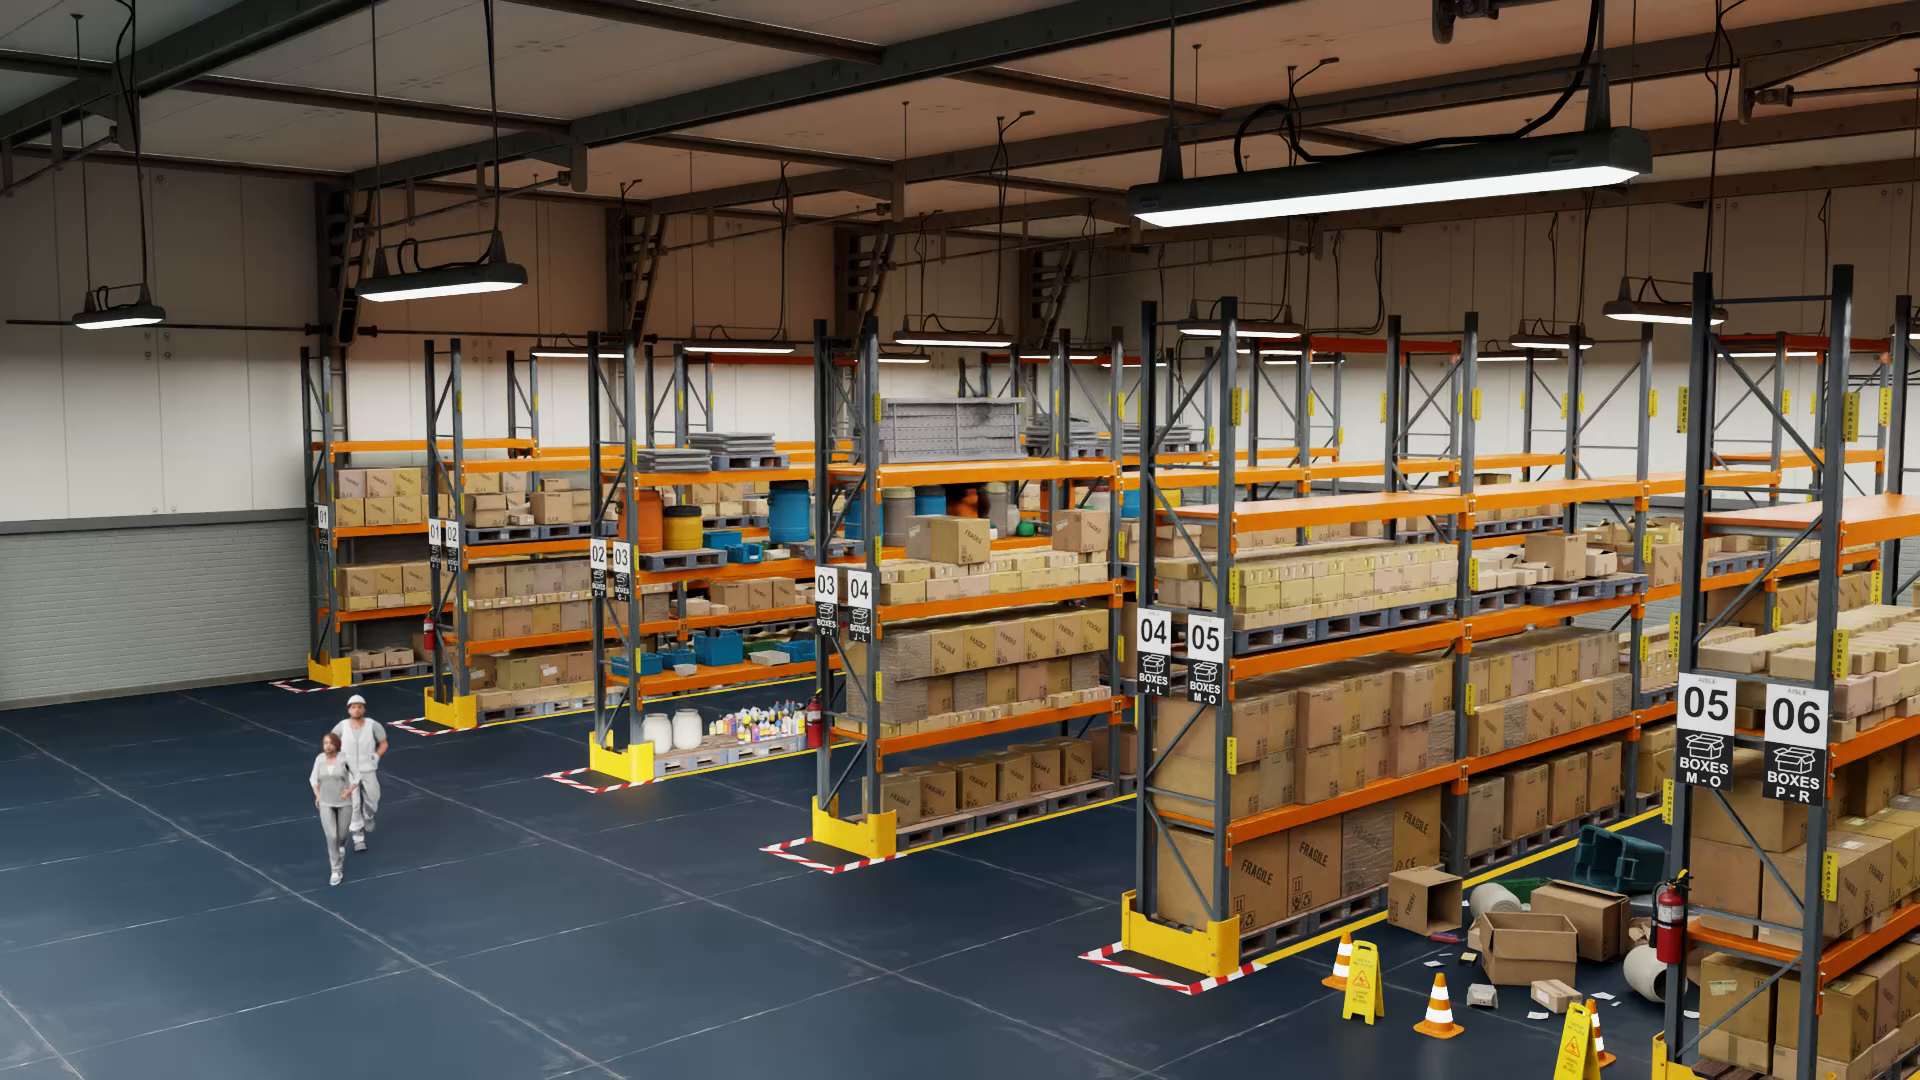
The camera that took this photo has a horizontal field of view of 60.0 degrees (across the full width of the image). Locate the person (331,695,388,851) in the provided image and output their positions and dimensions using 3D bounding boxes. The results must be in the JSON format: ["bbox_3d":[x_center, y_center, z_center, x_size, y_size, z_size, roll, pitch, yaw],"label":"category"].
[{"bbox_3d":[-6.862,2.630,18.957,0.659,1.742,0.708,-2,5,-20],"label":"person"}]

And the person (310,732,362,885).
[{"bbox_3d":[-6.665,2.830,17.769,0.534,1.587,0.669,-1,5,-13],"label":"person"}]

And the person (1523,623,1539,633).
[{"bbox_3d":[8.776,2.094,25.623,0.617,1.682,0.747,4,7,40],"label":"person"}]
